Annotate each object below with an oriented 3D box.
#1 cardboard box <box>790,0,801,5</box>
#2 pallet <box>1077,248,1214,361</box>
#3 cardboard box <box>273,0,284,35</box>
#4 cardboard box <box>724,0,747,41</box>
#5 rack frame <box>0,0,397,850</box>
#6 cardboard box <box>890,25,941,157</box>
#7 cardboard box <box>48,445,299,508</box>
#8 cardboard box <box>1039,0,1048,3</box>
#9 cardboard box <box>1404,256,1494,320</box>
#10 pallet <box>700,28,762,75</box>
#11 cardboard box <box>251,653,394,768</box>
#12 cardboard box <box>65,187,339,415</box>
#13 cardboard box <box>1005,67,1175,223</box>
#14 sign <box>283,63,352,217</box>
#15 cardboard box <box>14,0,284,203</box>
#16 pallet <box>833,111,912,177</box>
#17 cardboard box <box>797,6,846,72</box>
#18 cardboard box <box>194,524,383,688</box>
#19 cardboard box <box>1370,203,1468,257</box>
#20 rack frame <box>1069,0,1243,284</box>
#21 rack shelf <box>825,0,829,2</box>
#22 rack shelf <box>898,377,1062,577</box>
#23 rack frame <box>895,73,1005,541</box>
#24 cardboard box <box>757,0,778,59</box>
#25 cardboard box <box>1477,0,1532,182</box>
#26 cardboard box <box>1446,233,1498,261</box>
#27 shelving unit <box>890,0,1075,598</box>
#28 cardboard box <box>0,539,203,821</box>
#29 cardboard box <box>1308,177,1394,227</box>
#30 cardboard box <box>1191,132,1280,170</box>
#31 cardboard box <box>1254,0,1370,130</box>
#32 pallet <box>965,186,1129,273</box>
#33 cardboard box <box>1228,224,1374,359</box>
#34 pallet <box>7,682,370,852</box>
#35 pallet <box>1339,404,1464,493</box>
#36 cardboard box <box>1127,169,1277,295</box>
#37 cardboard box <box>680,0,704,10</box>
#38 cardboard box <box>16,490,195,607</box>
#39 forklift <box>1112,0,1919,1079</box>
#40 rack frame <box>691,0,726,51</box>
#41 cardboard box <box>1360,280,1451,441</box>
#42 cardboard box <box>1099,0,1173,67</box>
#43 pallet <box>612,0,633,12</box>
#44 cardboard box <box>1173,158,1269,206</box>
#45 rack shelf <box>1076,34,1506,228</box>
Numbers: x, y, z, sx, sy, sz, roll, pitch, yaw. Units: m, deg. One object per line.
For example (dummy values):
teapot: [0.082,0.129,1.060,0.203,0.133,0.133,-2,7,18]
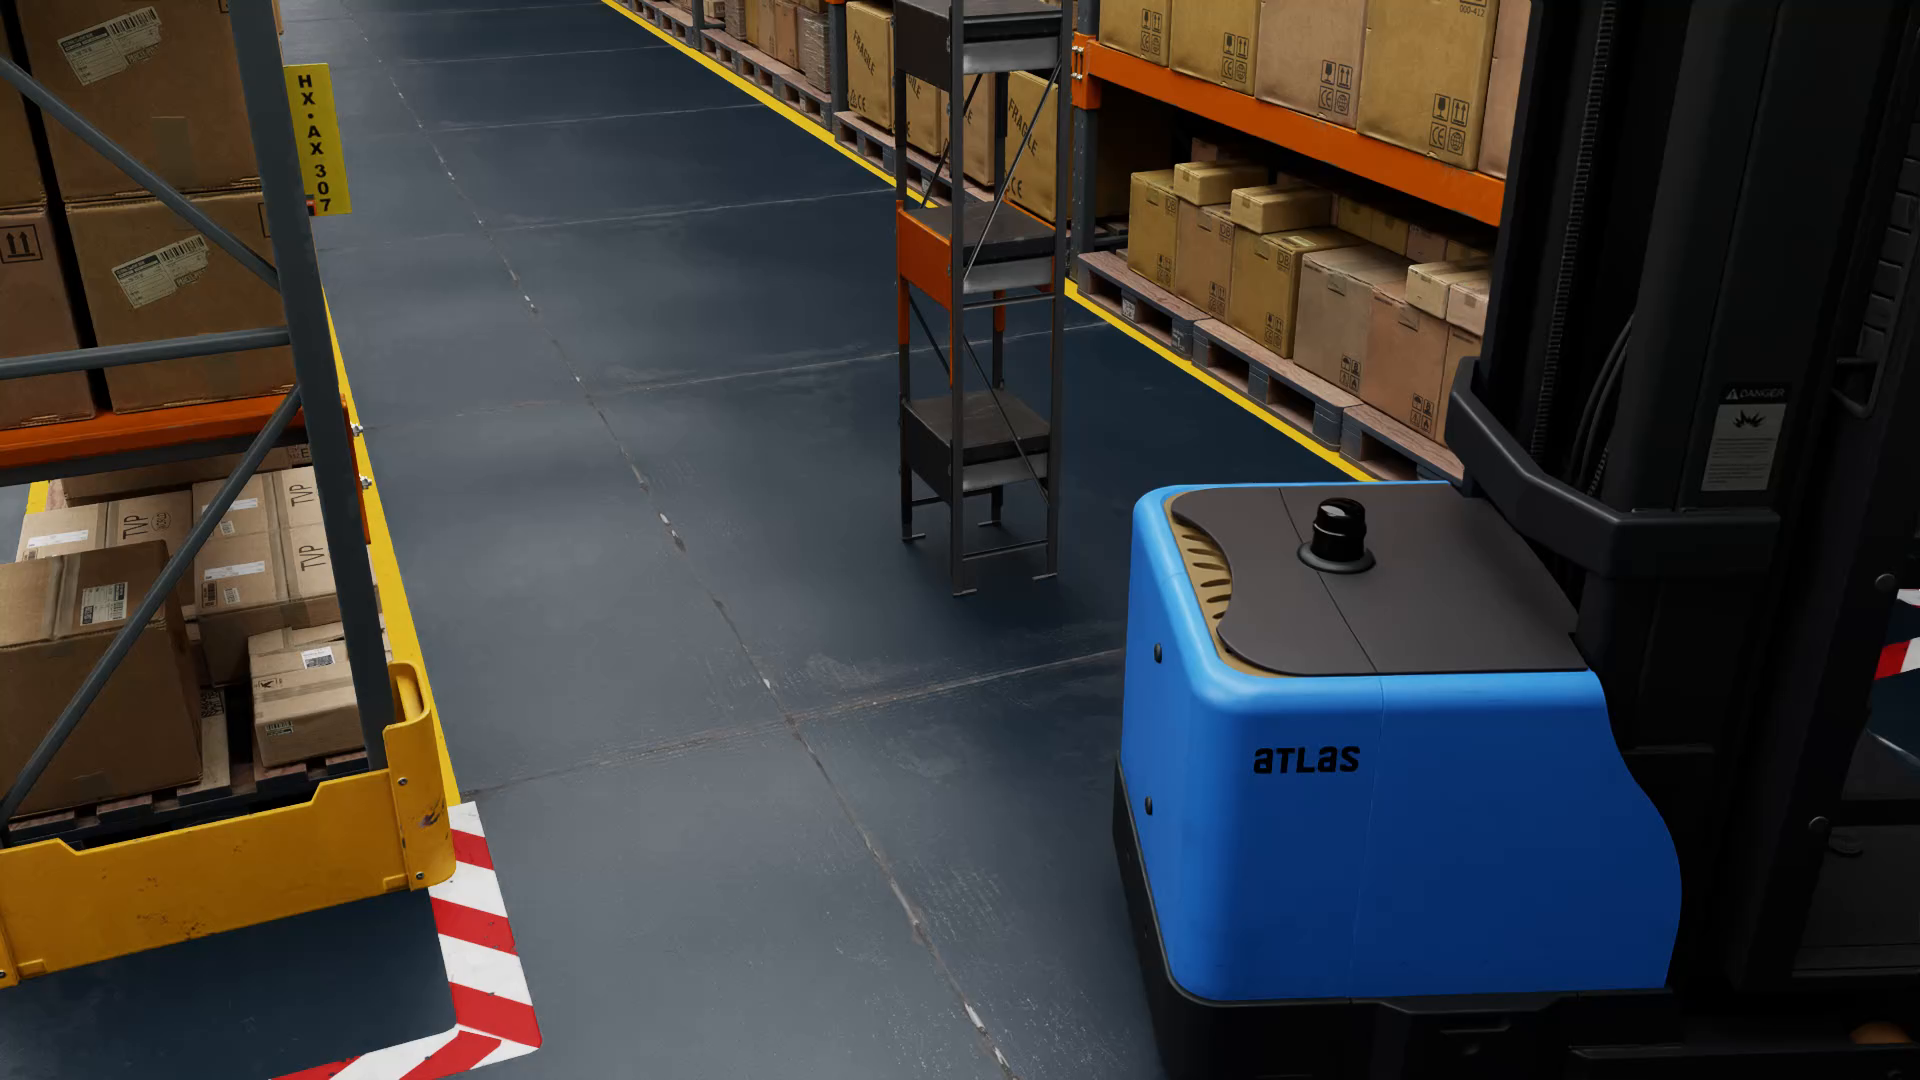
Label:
cardboard box: [-1.180,-4.610,13.765,0.500,0.250,0.500,-11,28,-21]
pallet: [1.314,-1.280,8.632,1.003,0.211,1.213,-11,28,-21]
cardboard box: [-3.448,-2.465,7.286,0.700,0.500,0.500,-22,34,-37]
cardboard box: [-1.741,-4.864,15.140,0.700,0.500,0.500,-10,28,-19]
rack frame: [-1.902,-0.386,3.623,1.000,3.000,0.127,-11,28,-21]
cardboard box: [0.026,-3.017,10.982,0.750,0.750,0.750,-11,28,-21]
cardboard box: [-2.728,-0.320,5.830,0.797,0.503,0.637,-11,28,-21]
cardboard box: [0.574,-2.936,9.107,0.380,0.149,0.250,-10,28,-20]
cardboard box: [1.970,-0.985,6.480,0.380,0.149,0.250,-10,28,-19]
pallet: [-1.739,-4.516,15.260,1.003,0.211,1.213,-11,28,-21]
cardboard box: [-1.750,0.469,4.619,0.380,0.149,0.250,-11,28,-21]
cardboard box: [-1.833,-0.656,4.060,0.500,0.500,0.500,-10,28,-20]
cardboard box: [0.714,-2.317,9.548,0.750,0.750,0.750,-10,28,-20]
sign: [-1.403,-0.869,3.624,0.100,0.325,0.005,-11,28,-21]
cardboard box: [-1.833,-1.105,3.841,0.500,0.500,0.500,-10,28,-19]
pallet: [-0.239,-2.884,11.917,1.003,0.211,1.213,-11,28,-21]
cardboard box: [-0.903,-4.053,13.479,0.700,0.500,0.500,-11,28,-21]
cardboard box: [-2.050,0.181,5.092,0.500,0.250,0.500,-11,28,-21]
cardboard box: [2.023,-1.357,7.241,0.380,0.149,0.250,-10,28,-20]
rack frame: [1.088,-2.854,8.676,1.000,3.000,0.127,-11,28,-21]
rack shelf: [-1.262,-4.953,13.795,1.077,0.370,4.000,-11,28,-21]
rack shelf: [0.065,-0.235,5.966,0.431,0.518,0.480,-11,28,-21]
rack frame: [-0.031,-0.975,5.854,0.400,2.100,0.015,-11,28,-21]
cardboard box: [-1.330,-4.451,14.295,0.700,0.500,0.500,-10,28,-20]
cardboard box: [2.445,-1.578,5.721,0.980,0.700,0.700,-9,28,-18]
cardboard box: [2.225,-1.151,6.819,0.380,0.149,0.250,-10,28,-20]
shelving unit: [0.065,-0.877,5.652,0.431,2.100,0.503,-11,28,-21]
cardboard box: [-2.342,0.362,4.437,0.500,0.500,0.500,-11,28,-21]
cardboard box: [1.822,-1.563,7.664,0.380,0.149,0.250,-10,28,-20]
cardboard box: [1.412,-1.984,8.526,0.380,0.149,0.250,-11,28,-21]
cardboard box: [1.860,-2.179,6.953,0.980,0.700,0.700,-12,28,-23]
pallet: [0.716,-1.899,9.900,1.003,0.211,1.213,-11,28,-21]
cardboard box: [1.679,-1.189,7.637,0.700,0.500,0.500,-10,28,-19]
pallet: [-2.245,0.514,4.956,1.003,0.211,1.213,-11,28,-21]
pallet: [2.269,-0.295,6.614,1.003,0.211,1.213,-11,28,-21]
cardboard box: [1.286,-1.600,8.478,0.700,0.500,0.500,-10,28,-20]
cardboard box: [-2.488,-5.570,16.587,0.500,0.500,0.500,-13,29,-24]
cardboard box: [-2.686,0.086,5.288,0.500,0.250,0.500,-11,28,-21]
forklift: [1.942,-0.308,3.541,3.031,2.935,1.130,-1,26,-2]
rack frame: [-2.045,-6.084,15.291,1.000,3.000,0.127,-11,28,-21]
cardboard box: [2.092,-0.772,6.783,0.700,0.500,0.500,-11,28,-21]
cardboard box: [1.285,-2.767,8.156,0.980,0.700,0.700,-10,28,-20]
pallet: [-3.296,-6.081,18.463,1.003,0.211,1.213,-11,28,-21]
cardboard box: [1.253,-1.722,7.989,0.380,0.149,0.250,-10,28,-19]
rack shelf: [1.871,-1.723,7.181,1.077,0.370,4.000,-11,28,-21]
